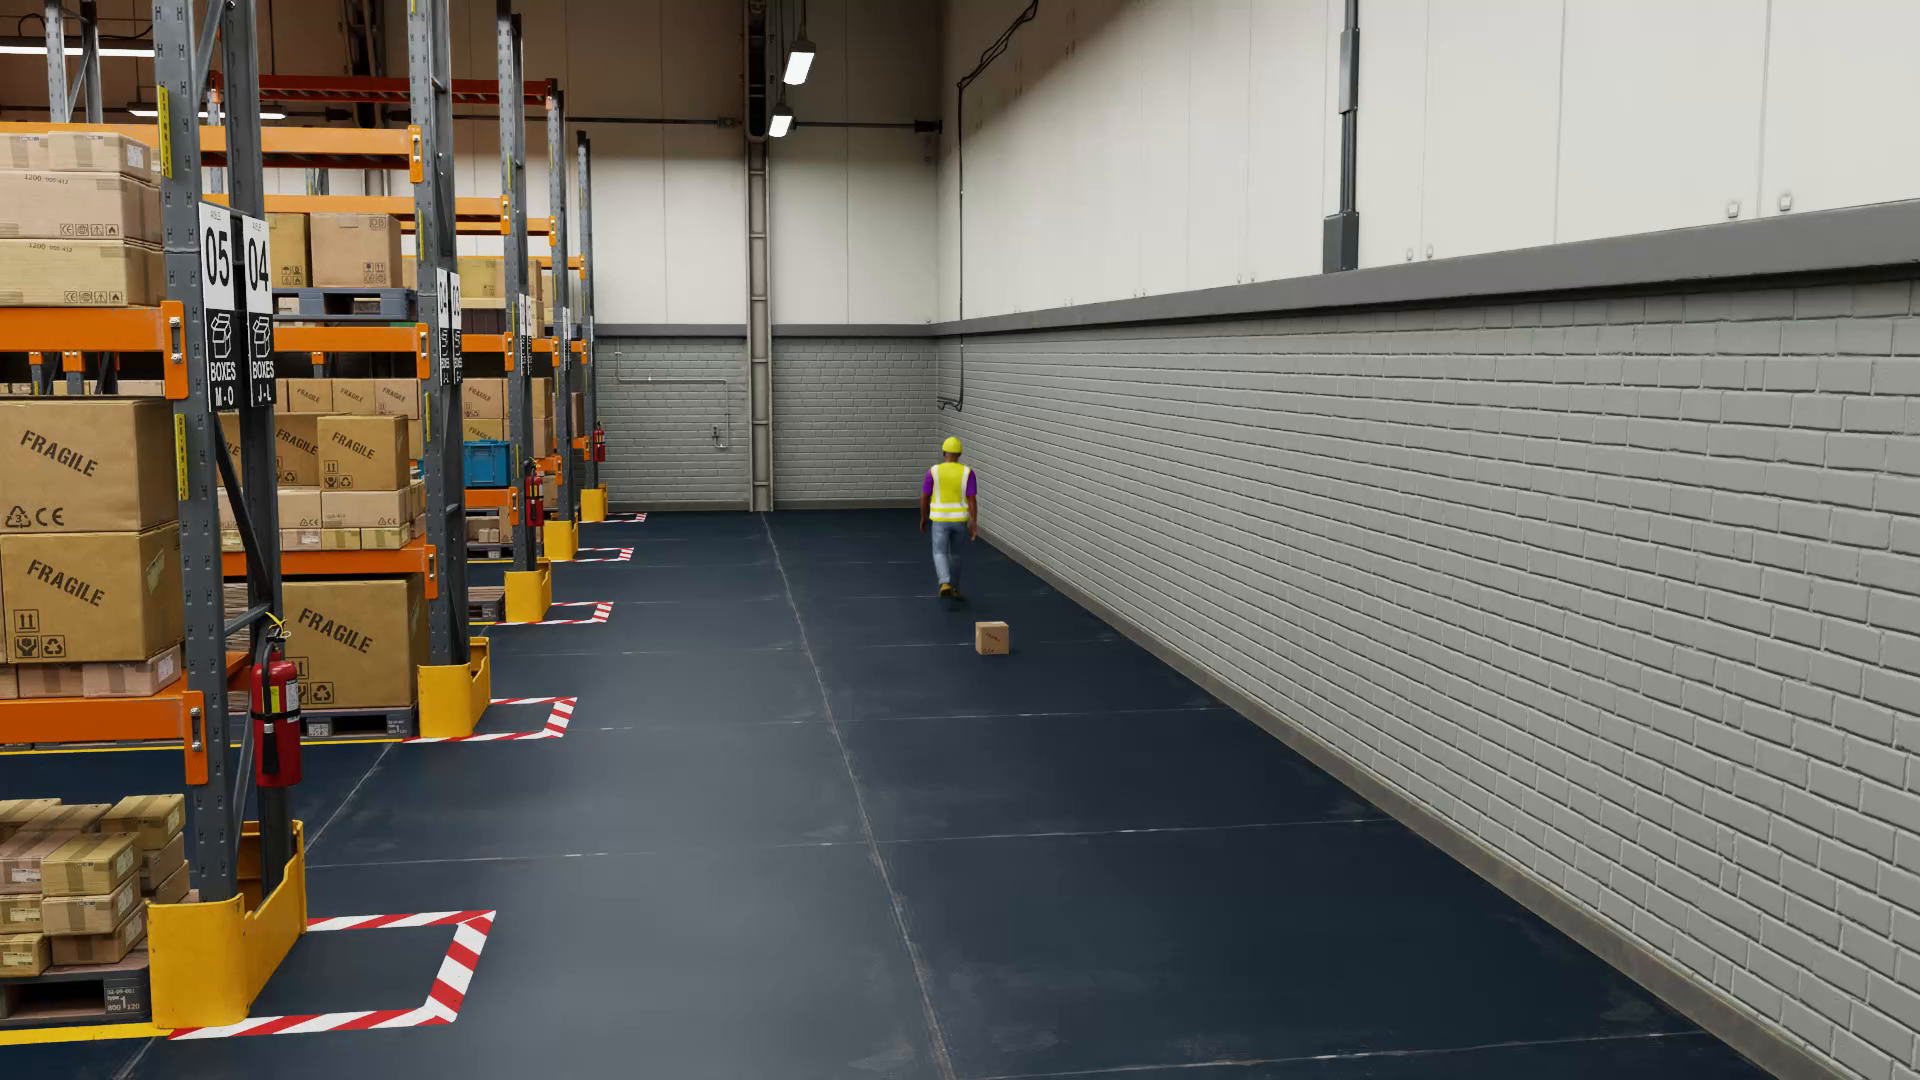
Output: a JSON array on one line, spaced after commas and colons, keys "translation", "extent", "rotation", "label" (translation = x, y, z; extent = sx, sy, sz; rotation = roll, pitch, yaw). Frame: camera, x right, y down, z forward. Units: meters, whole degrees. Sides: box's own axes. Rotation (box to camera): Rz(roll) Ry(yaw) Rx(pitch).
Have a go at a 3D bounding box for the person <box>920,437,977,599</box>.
[{"translation": [-0.120, -0.214, 17.486], "extent": [0.583, 1.734, 0.945], "rotation": [-1, 6, -6], "label": "person"}]
